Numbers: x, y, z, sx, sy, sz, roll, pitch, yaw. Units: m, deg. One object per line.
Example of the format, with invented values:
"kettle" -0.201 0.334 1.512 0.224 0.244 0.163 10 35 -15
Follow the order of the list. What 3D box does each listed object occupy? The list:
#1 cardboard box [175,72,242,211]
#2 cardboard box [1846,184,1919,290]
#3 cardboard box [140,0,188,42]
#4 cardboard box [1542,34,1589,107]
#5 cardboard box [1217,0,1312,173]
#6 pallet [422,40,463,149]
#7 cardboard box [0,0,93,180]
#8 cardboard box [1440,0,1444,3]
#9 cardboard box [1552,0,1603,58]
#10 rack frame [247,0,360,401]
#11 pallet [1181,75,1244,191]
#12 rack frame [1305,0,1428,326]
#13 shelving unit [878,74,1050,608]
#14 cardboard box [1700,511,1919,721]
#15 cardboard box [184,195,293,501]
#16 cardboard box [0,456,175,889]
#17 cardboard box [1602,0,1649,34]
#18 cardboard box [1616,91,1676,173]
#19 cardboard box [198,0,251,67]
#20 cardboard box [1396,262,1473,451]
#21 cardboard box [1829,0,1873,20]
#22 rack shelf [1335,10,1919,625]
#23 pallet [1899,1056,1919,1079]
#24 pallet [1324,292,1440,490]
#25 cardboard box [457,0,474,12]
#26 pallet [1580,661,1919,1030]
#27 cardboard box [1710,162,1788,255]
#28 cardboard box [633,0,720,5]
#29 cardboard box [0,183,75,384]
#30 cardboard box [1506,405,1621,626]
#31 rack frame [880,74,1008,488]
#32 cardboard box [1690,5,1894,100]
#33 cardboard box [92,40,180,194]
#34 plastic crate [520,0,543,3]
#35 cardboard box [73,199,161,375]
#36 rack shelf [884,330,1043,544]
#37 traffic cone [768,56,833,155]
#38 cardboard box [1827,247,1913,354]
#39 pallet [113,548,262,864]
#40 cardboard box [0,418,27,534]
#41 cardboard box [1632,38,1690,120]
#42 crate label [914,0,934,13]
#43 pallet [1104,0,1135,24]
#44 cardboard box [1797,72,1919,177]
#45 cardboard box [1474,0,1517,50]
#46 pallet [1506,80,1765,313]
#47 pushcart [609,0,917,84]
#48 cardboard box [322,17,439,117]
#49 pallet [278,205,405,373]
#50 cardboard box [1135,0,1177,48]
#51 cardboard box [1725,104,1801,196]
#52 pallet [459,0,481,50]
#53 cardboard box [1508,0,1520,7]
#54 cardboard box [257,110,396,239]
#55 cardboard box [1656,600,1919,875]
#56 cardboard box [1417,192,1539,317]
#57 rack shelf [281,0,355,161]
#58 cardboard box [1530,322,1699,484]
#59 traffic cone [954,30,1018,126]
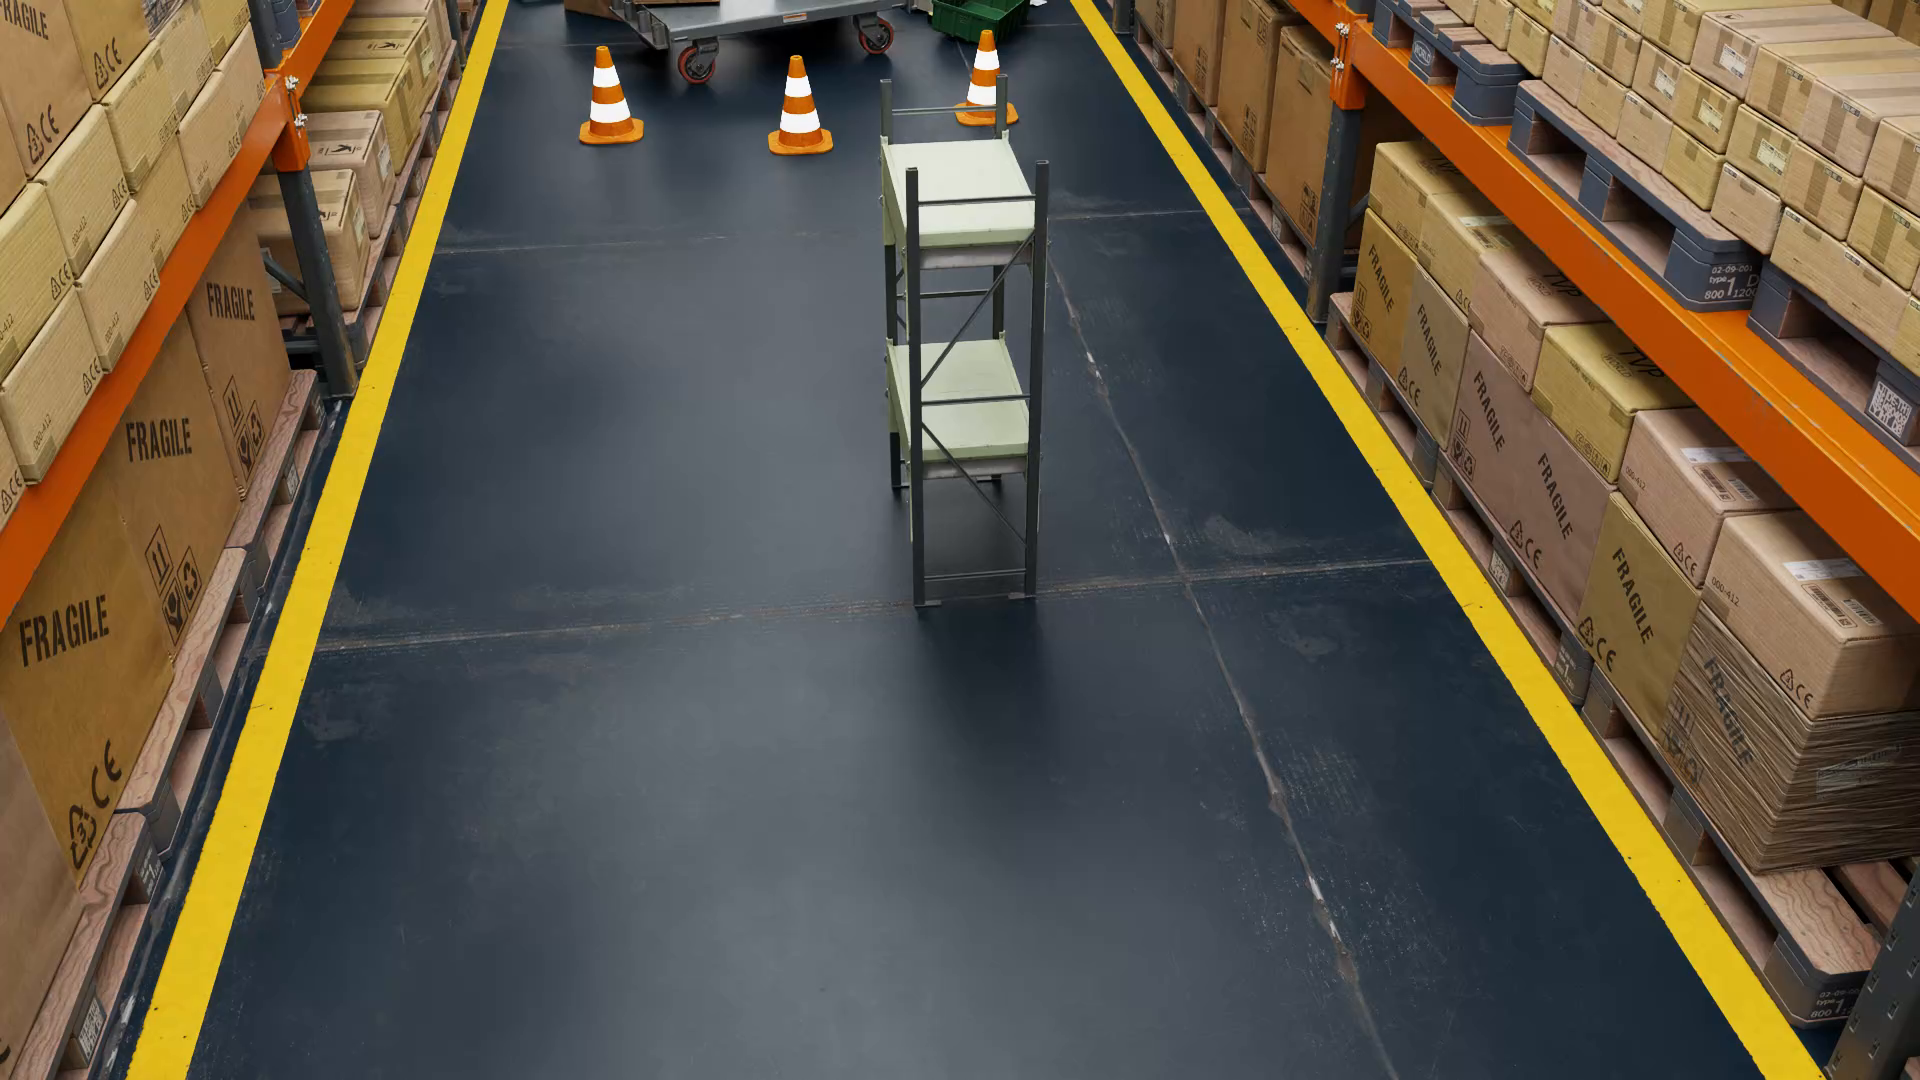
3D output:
"cardboard box" -2.486 -1.184 4.958 0.500 0.250 0.500 -4 34 -6
"cardboard box" 2.218 -0.677 3.666 0.380 0.149 0.250 -3 34 -4
"cardboard box" -2.489 -1.693 4.594 0.500 0.500 0.500 -4 34 -6
"cardboard box" 2.005 -1.430 5.035 0.380 0.149 0.250 -3 34 -5
"cardboard box" 1.883 -2.302 8.089 1.050 0.750 0.750 -4 34 -6
"pallet" -3.327 -2.438 9.140 1.003 0.211 1.213 -4 35 -6
"cardboard box" -2.368 -1.132 3.771 0.500 0.500 0.500 -5 35 -7
"cardboard box" 1.856 -2.029 5.914 0.380 0.149 0.250 -5 35 -7
"cardboard box" 2.007 -1.552 4.950 0.380 0.149 0.250 -4 35 -6
"rack frame" -2.895 -1.793 5.717 1.000 3.000 0.127 -4 35 -6
"pallet" 1.804 -2.197 8.786 1.003 0.211 1.213 -4 35 -6
"rack frame" 1.996 -2.224 6.350 1.000 3.000 0.127 -4 35 -6
"shelving unit" -0.001 -0.623 5.333 0.431 1.500 0.755 -4 35 -6
"cardboard box" 2.184 0.161 4.031 0.500 0.250 0.500 -5 35 -8
"cardboard box" -2.885 -0.697 5.622 0.875 0.875 0.875 -5 35 -7
"cardboard box" -2.649 0.300 4.159 0.875 0.875 0.875 -3 34 -5
"cardboard box" 2.045 -1.534 4.659 0.380 0.149 0.250 -3 34 -5
"cardboard box" 2.070 -1.144 4.615 0.380 0.149 0.250 -5 35 -8
"cardboard box" -2.578 -1.686 5.250 0.500 0.250 0.500 -4 35 -7
"cardboard box" 1.910 -0.670 5.917 0.500 0.500 0.500 -4 34 -6
"cardboard box" 2.688 -1.579 4.726 0.380 0.149 0.250 -3 34 -4
"rack shelf" 2.265 -0.811 4.915 1.077 0.370 4.000 -4 35 -6
"pallet" 2.660 1.532 3.314 1.003 0.211 1.213 -4 35 -6
"pallet" 2.100 -0.636 6.495 1.003 0.211 1.213 -4 35 -6
"cardboard box" -3.245 -3.412 10.162 0.500 0.250 0.500 -6 35 -9
"pallet" 2.428 0.726 4.497 1.003 0.211 1.213 -4 35 -6
"cardboard box" 2.141 -0.847 4.180 0.380 0.149 0.250 -6 35 -8
"cardboard box" -1.673 -3.456 9.706 0.500 0.500 0.500 -4 35 -6
"cardboard box" -2.276 -0.545 3.575 0.500 0.250 0.500 -4 34 -6
"cardboard box" 2.052 -0.099 5.079 0.500 0.500 0.500 -5 35 -7
"rack frame" -0.050 -0.828 5.633 0.400 1.500 0.023 -4 35 -6
"cardboard box" 2.112 -1.244 4.234 0.380 0.149 0.250 -6 35 -9
"cardboard box" -2.417 -1.116 4.414 0.500 0.250 0.500 -5 35 -8
"plastic crate" -2.832 -3.757 11.191 0.402 0.080 0.583 -16 38 -23
"cardboard box" -2.337 -0.620 4.129 0.500 0.250 0.500 -5 35 -7
"rack shelf" -0.001 -0.354 5.517 0.431 0.370 0.720 -4 35 -6
"traffic cone" -0.849 -2.305 8.721 0.336 0.463 0.334 -4 35 -6
"cardboard box" 2.218 -0.552 3.747 0.380 0.149 0.250 -4 35 -7
"pallet" -2.703 0.484 4.852 1.003 0.211 1.213 -4 35 -6
"cardboard box" -2.226 -0.053 3.297 0.500 0.250 0.500 -5 35 -8
"cardboard box" 2.077 -1.263 4.526 0.380 0.149 0.250 -3 34 -5
"crate label" -0.219 -3.525 10.801 0.250 0.136 0.298 27 43 34
"pallet" 1.434 -3.734 11.042 1.003 0.211 1.213 -4 35 -6
"cardboard box" 2.181 -0.957 3.813 0.380 0.149 0.250 -4 35 -7
"cardboard box" 1.929 -1.729 5.473 0.380 0.149 0.250 -3 34 -4
"pallet" 2.303 -1.043 4.788 1.003 0.211 1.213 -4 35 -6
"pushcart" -1.181 -3.142 10.025 1.648 0.377 0.936 -16 38 -23
"cardboard box" -3.260 -2.419 8.597 0.950 0.372 0.625 -2 34 -3
"pallet" -2.999 -1.077 7.142 1.003 0.211 1.213 -4 35 -6
"cardboard box" 1.631 -3.361 9.642 1.050 0.750 0.750 -5 35 -7
"cardboard box" 2.143 -0.975 4.103 0.380 0.149 0.250 -6 35 -9
"pallet" -3.558 -3.245 10.324 1.003 0.211 1.213 -4 35 -6
"cardboard box" 1.940 -1.832 5.361 0.380 0.149 0.250 -5 35 -8
"cardboard box" -3.068 -1.608 7.406 0.950 0.372 0.625 -5 35 -7
"cardboard box" 2.185 0.473 4.238 0.500 0.500 0.500 -5 35 -7
"cardboard box" 1.917 -0.988 5.718 0.500 0.250 0.500 -5 35 -7
"rack shelf" -3.164 -2.612 7.557 1.077 0.370 4.000 -4 35 -6
"cardboard box" 2.043 -0.421 4.885 0.500 0.250 0.500 -6 35 -8
"traffic cone" 0.142 -2.545 9.074 0.336 0.463 0.334 -4 35 -6
